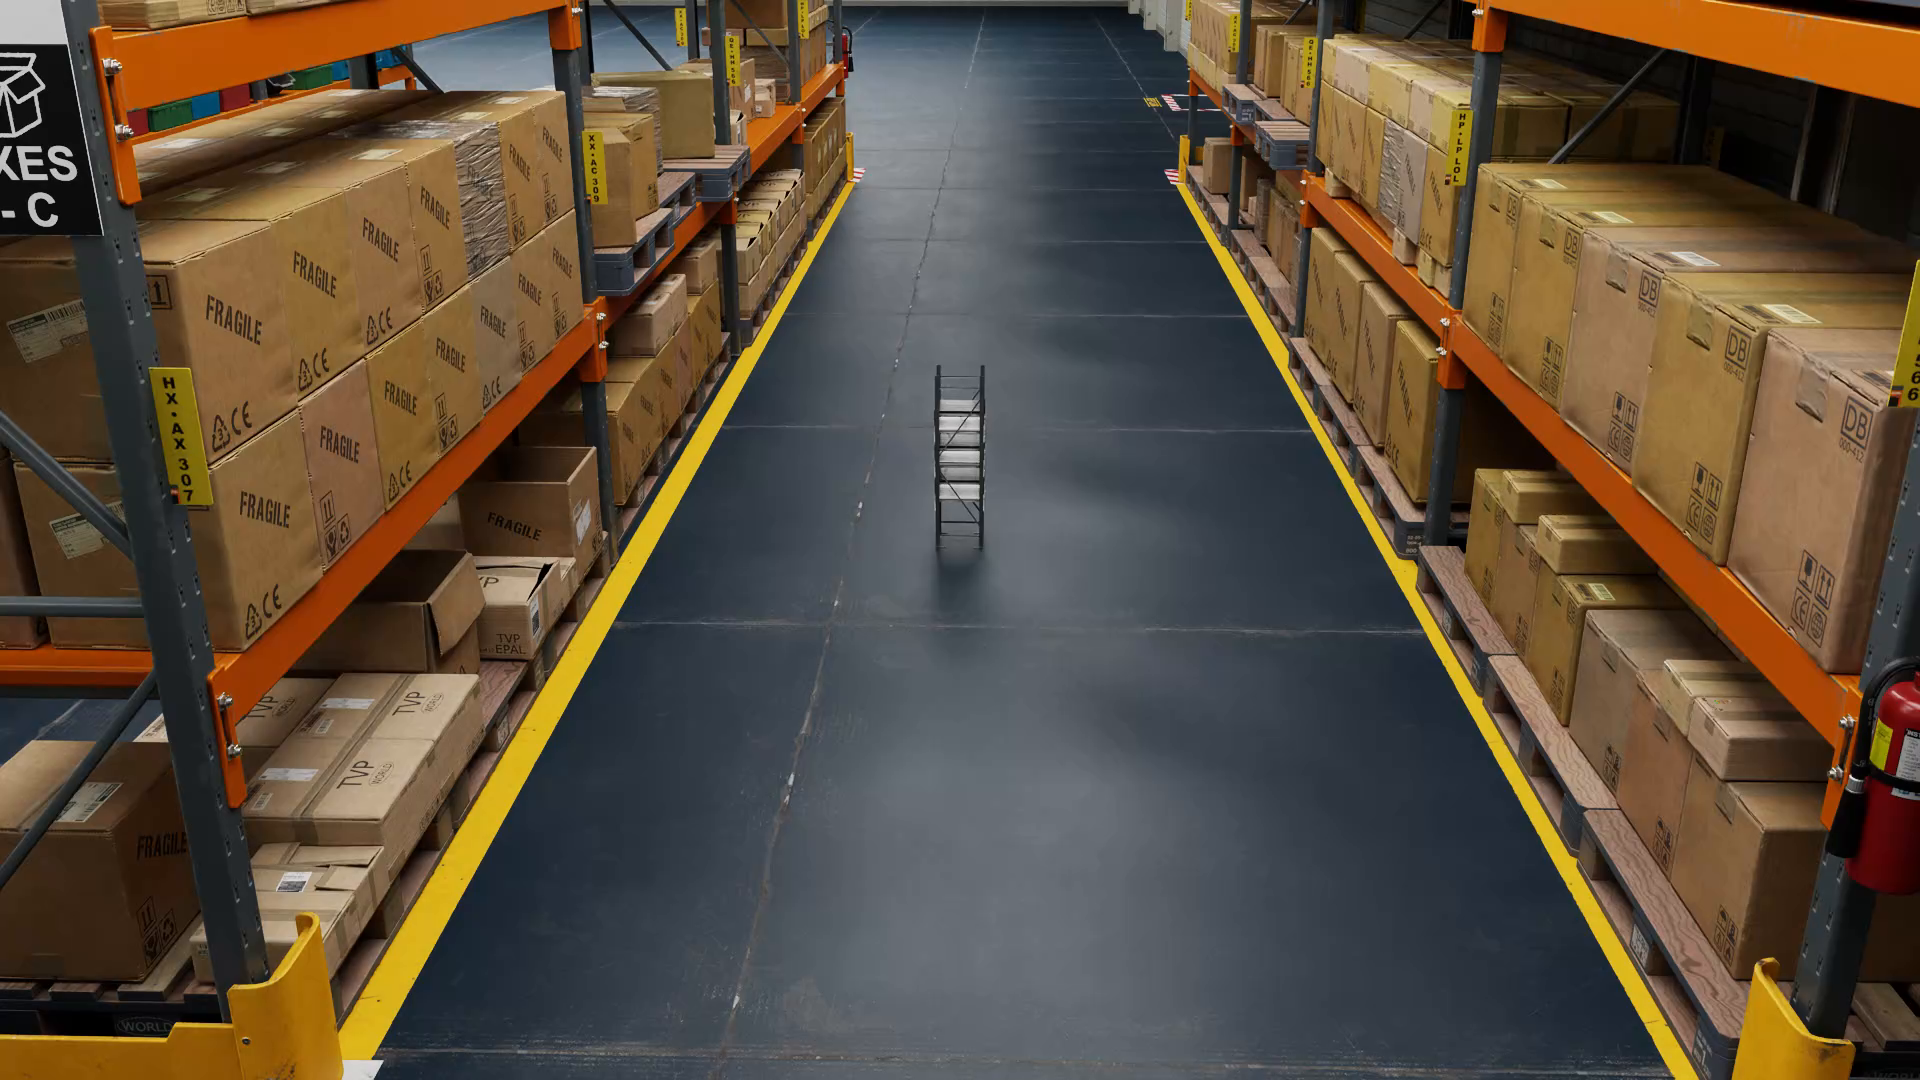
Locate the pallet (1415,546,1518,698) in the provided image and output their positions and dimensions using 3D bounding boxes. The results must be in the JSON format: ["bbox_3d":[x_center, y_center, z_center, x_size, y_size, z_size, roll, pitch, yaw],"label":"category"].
[{"bbox_3d":[2.653,0.345,7.348,1.003,0.211,1.213,1,21,2],"label":"pallet"}]

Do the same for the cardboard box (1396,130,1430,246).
[{"bbox_3d":[2.522,-1.778,8.388,0.500,0.500,0.500,1,21,2],"label":"cardboard box"}]

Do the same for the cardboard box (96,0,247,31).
[{"bbox_3d":[-2.049,-1.348,3.916,0.500,0.250,0.500,1,21,2],"label":"cardboard box"}]

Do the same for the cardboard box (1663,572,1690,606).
[{"bbox_3d":[2.795,0.127,6.032,0.380,0.149,0.250,0,21,1],"label":"cardboard box"}]

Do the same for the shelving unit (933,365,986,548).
[{"bbox_3d":[0.000,-0.417,8.359,0.258,0.900,0.210,1,21,2],"label":"shelving unit"}]

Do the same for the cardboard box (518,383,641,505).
[{"bbox_3d":[-1.939,-0.494,8.504,0.500,0.500,0.500,0,21,-1],"label":"cardboard box"}]

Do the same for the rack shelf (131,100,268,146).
[{"bbox_3d":[-6.966,-3.172,13.552,1.077,0.370,4.000,1,21,2],"label":"rack shelf"}]

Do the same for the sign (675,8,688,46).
[{"bbox_3d":[-2.509,-4.621,14.985,0.100,0.325,0.005,1,21,2],"label":"sign"}]

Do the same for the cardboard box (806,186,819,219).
[{"bbox_3d":[-1.637,-3.253,15.987,0.500,0.250,0.500,1,21,2],"label":"cardboard box"}]

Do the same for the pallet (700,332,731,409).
[{"bbox_3d":[-2.136,-1.159,11.224,1.003,0.211,1.213,1,21,2],"label":"pallet"}]

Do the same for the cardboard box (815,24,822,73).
[{"bbox_3d":[-1.871,-5.309,17.927,0.700,0.500,0.500,1,21,3],"label":"cardboard box"}]

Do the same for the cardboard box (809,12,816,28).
[{"bbox_3d":[-1.692,-5.362,17.166,0.380,0.149,0.250,1,21,3],"label":"cardboard box"}]

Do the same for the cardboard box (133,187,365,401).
[{"bbox_3d":[-2.034,-0.696,4.654,0.500,0.500,0.500,1,21,2],"label":"cardboard box"}]

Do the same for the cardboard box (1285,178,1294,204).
[{"bbox_3d":[2.969,-2.897,13.660,0.500,0.250,0.500,0,21,0],"label":"cardboard box"}]

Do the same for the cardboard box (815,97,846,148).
[{"bbox_3d":[-1.551,-4.688,18.647,0.500,0.500,0.500,1,21,2],"label":"cardboard box"}]

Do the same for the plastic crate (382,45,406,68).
[{"bbox_3d":[-6.500,-5.423,18.565,0.499,0.251,0.616,1,21,2],"label":"plastic crate"}]

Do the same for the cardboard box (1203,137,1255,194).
[{"bbox_3d":[2.918,-3.888,17.249,0.700,0.500,0.500,-1,21,-2],"label":"cardboard box"}]

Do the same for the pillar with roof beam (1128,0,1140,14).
[{"bbox_3d":[0.572,-18.997,45.048,9.100,9.000,0.400,1,21,2],"label":"pillar with roof beam"}]

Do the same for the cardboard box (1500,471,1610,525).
[{"bbox_3d":[2.436,-0.171,6.801,0.380,0.149,0.250,1,21,3],"label":"cardboard box"}]

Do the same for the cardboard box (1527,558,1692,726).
[{"bbox_3d":[2.592,0.377,6.286,0.700,0.500,0.500,1,21,3],"label":"cardboard box"}]

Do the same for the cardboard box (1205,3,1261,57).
[{"bbox_3d":[2.753,-5.136,16.761,0.500,0.500,0.500,1,21,3],"label":"cardboard box"}]

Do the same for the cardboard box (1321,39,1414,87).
[{"bbox_3d":[2.603,-3.048,10.624,0.500,0.250,0.500,1,21,3],"label":"cardboard box"}]

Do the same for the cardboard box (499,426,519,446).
[{"bbox_3d":[-2.469,-0.504,8.528,0.500,0.500,0.500,1,21,1],"label":"cardboard box"}]

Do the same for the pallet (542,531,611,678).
[{"bbox_3d":[-2.219,0.266,7.552,1.003,0.211,1.213,1,21,2],"label":"pallet"}]

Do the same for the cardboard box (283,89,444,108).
[{"bbox_3d":[-2.493,-1.628,7.057,0.500,0.500,0.500,1,21,3],"label":"cardboard box"}]

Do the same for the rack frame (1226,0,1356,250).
[{"bbox_3d":[2.997,-4.122,15.005,1.000,3.000,0.127,1,21,2],"label":"rack frame"}]

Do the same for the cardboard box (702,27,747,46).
[{"bbox_3d":[-2.160,-4.625,15.266,0.380,0.149,0.250,1,21,2],"label":"cardboard box"}]

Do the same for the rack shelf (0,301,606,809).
[{"bbox_3d":[-2.258,-0.224,5.954,1.077,0.370,4.000,1,21,2],"label":"rack shelf"}]

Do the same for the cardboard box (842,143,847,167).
[{"bbox_3d":[-1.554,-4.338,18.783,0.500,0.250,0.500,1,21,2],"label":"cardboard box"}]

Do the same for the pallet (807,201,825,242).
[{"bbox_3d":[-1.888,-3.162,16.386,1.003,0.211,1.213,1,21,2],"label":"pallet"}]

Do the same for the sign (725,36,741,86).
[{"bbox_3d":[-1.533,-3.229,11.213,0.100,0.325,0.005,1,21,2],"label":"sign"}]

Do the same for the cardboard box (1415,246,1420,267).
[{"bbox_3d":[2.518,-1.431,8.391,0.380,0.149,0.250,1,21,3],"label":"cardboard box"}]

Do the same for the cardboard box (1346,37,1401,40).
[{"bbox_3d":[2.856,-3.355,11.385,0.380,0.149,0.250,-2,21,-5],"label":"cardboard box"}]

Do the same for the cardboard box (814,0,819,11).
[{"bbox_3d":[-1.872,-5.895,17.642,0.700,0.500,0.500,0,21,0],"label":"cardboard box"}]

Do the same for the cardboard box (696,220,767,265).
[{"bbox_3d":[-1.759,-2.280,12.704,0.500,0.311,0.500,0,21,0],"label":"cardboard box"}]

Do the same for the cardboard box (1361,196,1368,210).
[{"bbox_3d":[2.641,-2.079,10.059,0.380,0.149,0.250,1,21,3],"label":"cardboard box"}]

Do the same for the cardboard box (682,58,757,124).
[{"bbox_3d":[-2.010,-3.754,13.918,0.500,0.500,0.500,2,21,6],"label":"cardboard box"}]

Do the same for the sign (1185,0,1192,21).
[{"bbox_3d":[2.577,-5.978,18.591,0.100,0.325,0.005,1,21,2],"label":"sign"}]

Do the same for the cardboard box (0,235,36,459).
[{"bbox_3d":[-2.581,-0.513,4.183,0.500,0.500,0.500,0,21,1],"label":"cardboard box"}]

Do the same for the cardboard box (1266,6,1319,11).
[{"bbox_3d":[3.260,-4.946,16.271,0.500,0.500,0.500,1,21,3],"label":"cardboard box"}]

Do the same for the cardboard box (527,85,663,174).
[{"bbox_3d":[-2.201,-2.414,9.884,0.700,0.500,0.500,5,22,12],"label":"cardboard box"}]

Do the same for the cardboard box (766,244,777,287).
[{"bbox_3d":[-1.742,-2.198,13.269,0.500,0.250,0.500,0,21,0],"label":"cardboard box"}]

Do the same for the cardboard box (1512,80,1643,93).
[{"bbox_3d":[3.038,-2.126,8.248,0.500,0.250,0.500,1,21,2],"label":"cardboard box"}]

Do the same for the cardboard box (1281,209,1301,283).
[{"bbox_3d":[2.964,-2.341,13.263,0.700,0.500,0.500,1,21,1],"label":"cardboard box"}]

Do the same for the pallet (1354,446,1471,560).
[{"bbox_3d":[2.702,-0.209,8.776,1.003,0.211,1.213,1,21,2],"label":"pallet"}]

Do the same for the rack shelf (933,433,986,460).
[{"bbox_3d":[0.000,-0.469,8.338,0.258,0.077,0.200,1,21,2],"label":"rack shelf"}]

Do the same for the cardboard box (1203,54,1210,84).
[{"bbox_3d":[2.746,-4.780,16.880,0.500,0.250,0.500,1,21,2],"label":"cardboard box"}]

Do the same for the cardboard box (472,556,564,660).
[{"bbox_3d":[-1.954,0.246,6.856,0.500,0.311,0.500,1,21,2],"label":"cardboard box"}]

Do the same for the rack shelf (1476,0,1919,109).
[{"bbox_3d":[2.693,-1.569,5.274,1.077,0.370,4.000,1,21,2],"label":"rack shelf"}]

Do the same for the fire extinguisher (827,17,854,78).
[{"bbox_3d":[-1.365,-5.623,18.980,0.296,0.674,0.183,1,21,2],"label":"fire extinguisher"}]

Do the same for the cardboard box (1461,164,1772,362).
[{"bbox_3d":[2.721,-1.173,6.991,0.980,0.700,0.700,1,21,2],"label":"cardboard box"}]

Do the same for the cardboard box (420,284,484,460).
[{"bbox_3d":[-1.997,-0.589,5.762,0.500,0.500,0.500,1,21,2],"label":"cardboard box"}]
